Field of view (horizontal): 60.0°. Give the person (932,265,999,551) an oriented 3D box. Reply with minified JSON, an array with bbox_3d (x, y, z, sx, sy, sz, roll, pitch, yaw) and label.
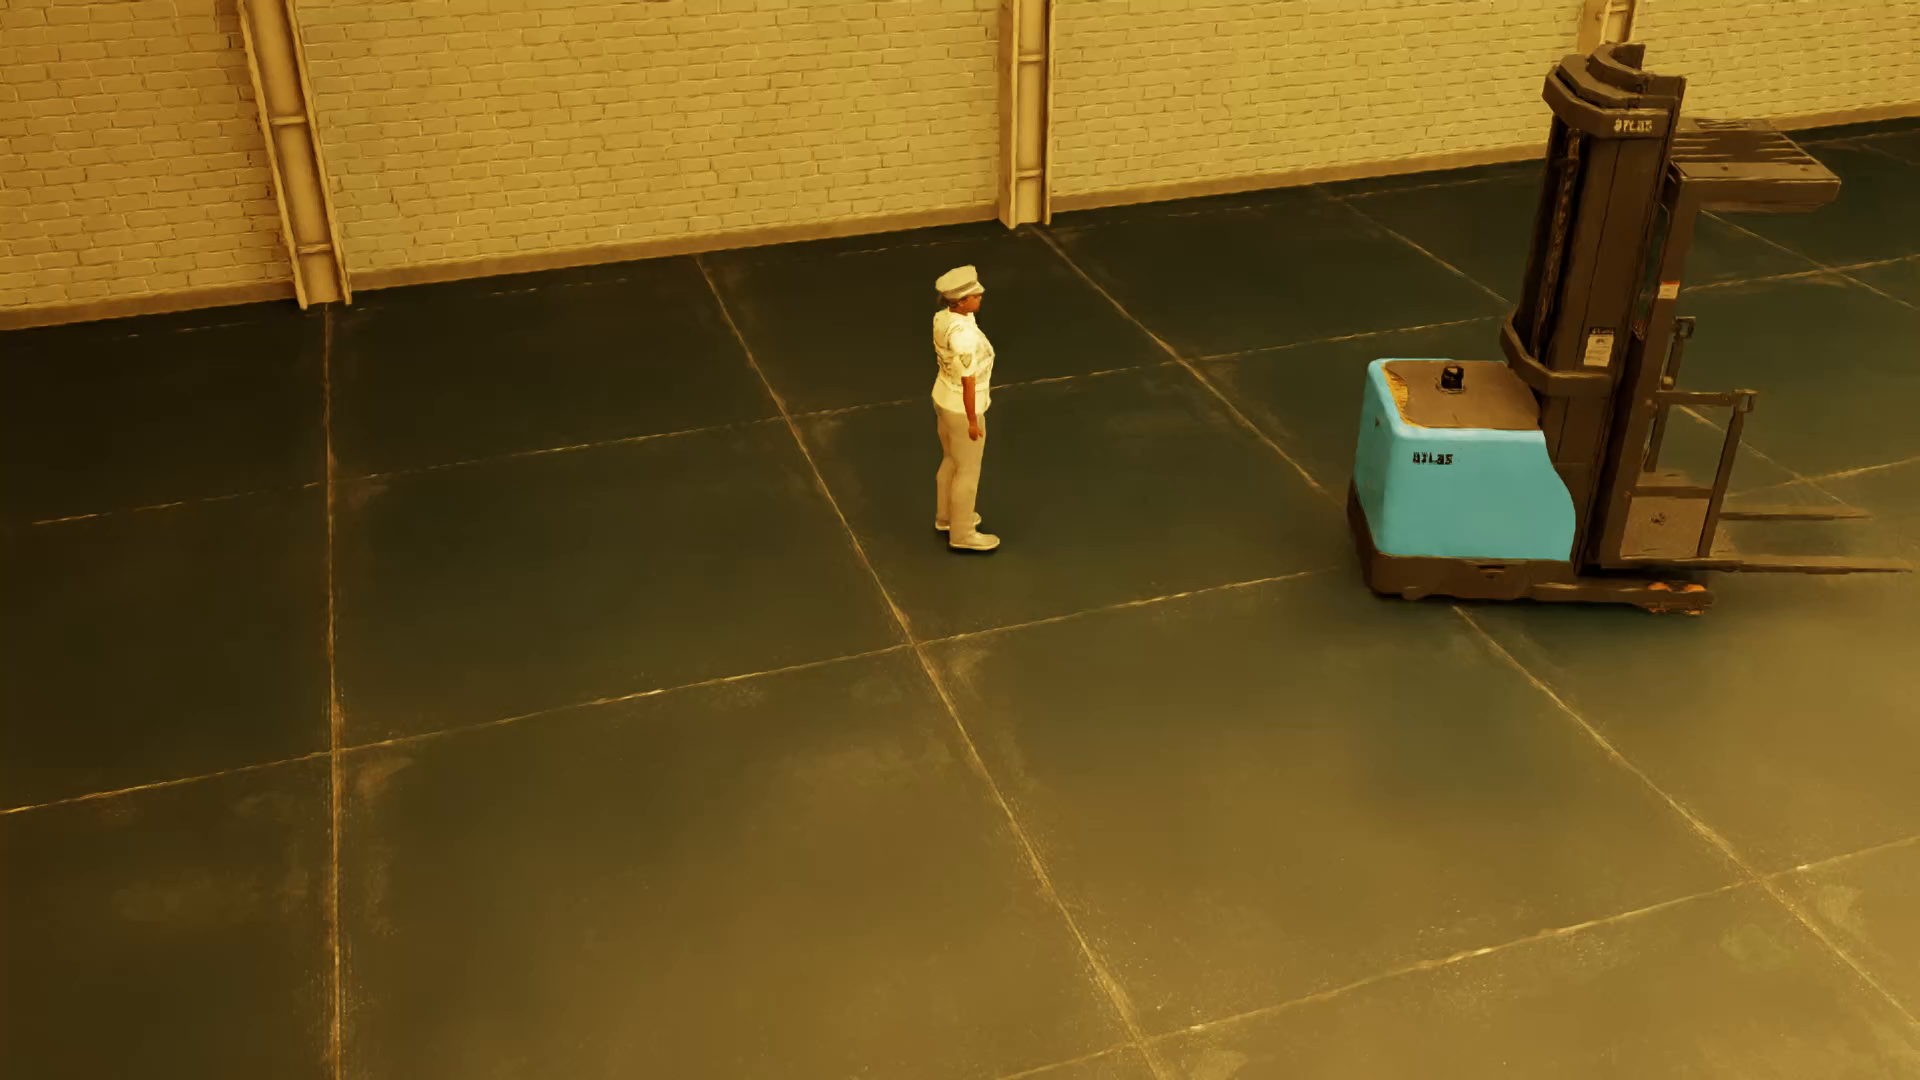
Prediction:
[{"bbox_3d":[0.021,-0.765,9.586,0.338,1.692,0.446,-10,31,-16],"label":"person"}]

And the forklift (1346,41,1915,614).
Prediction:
[{"bbox_3d":[3.856,-1.131,9.052,3.031,2.935,1.130,2,30,3],"label":"forklift"}]
